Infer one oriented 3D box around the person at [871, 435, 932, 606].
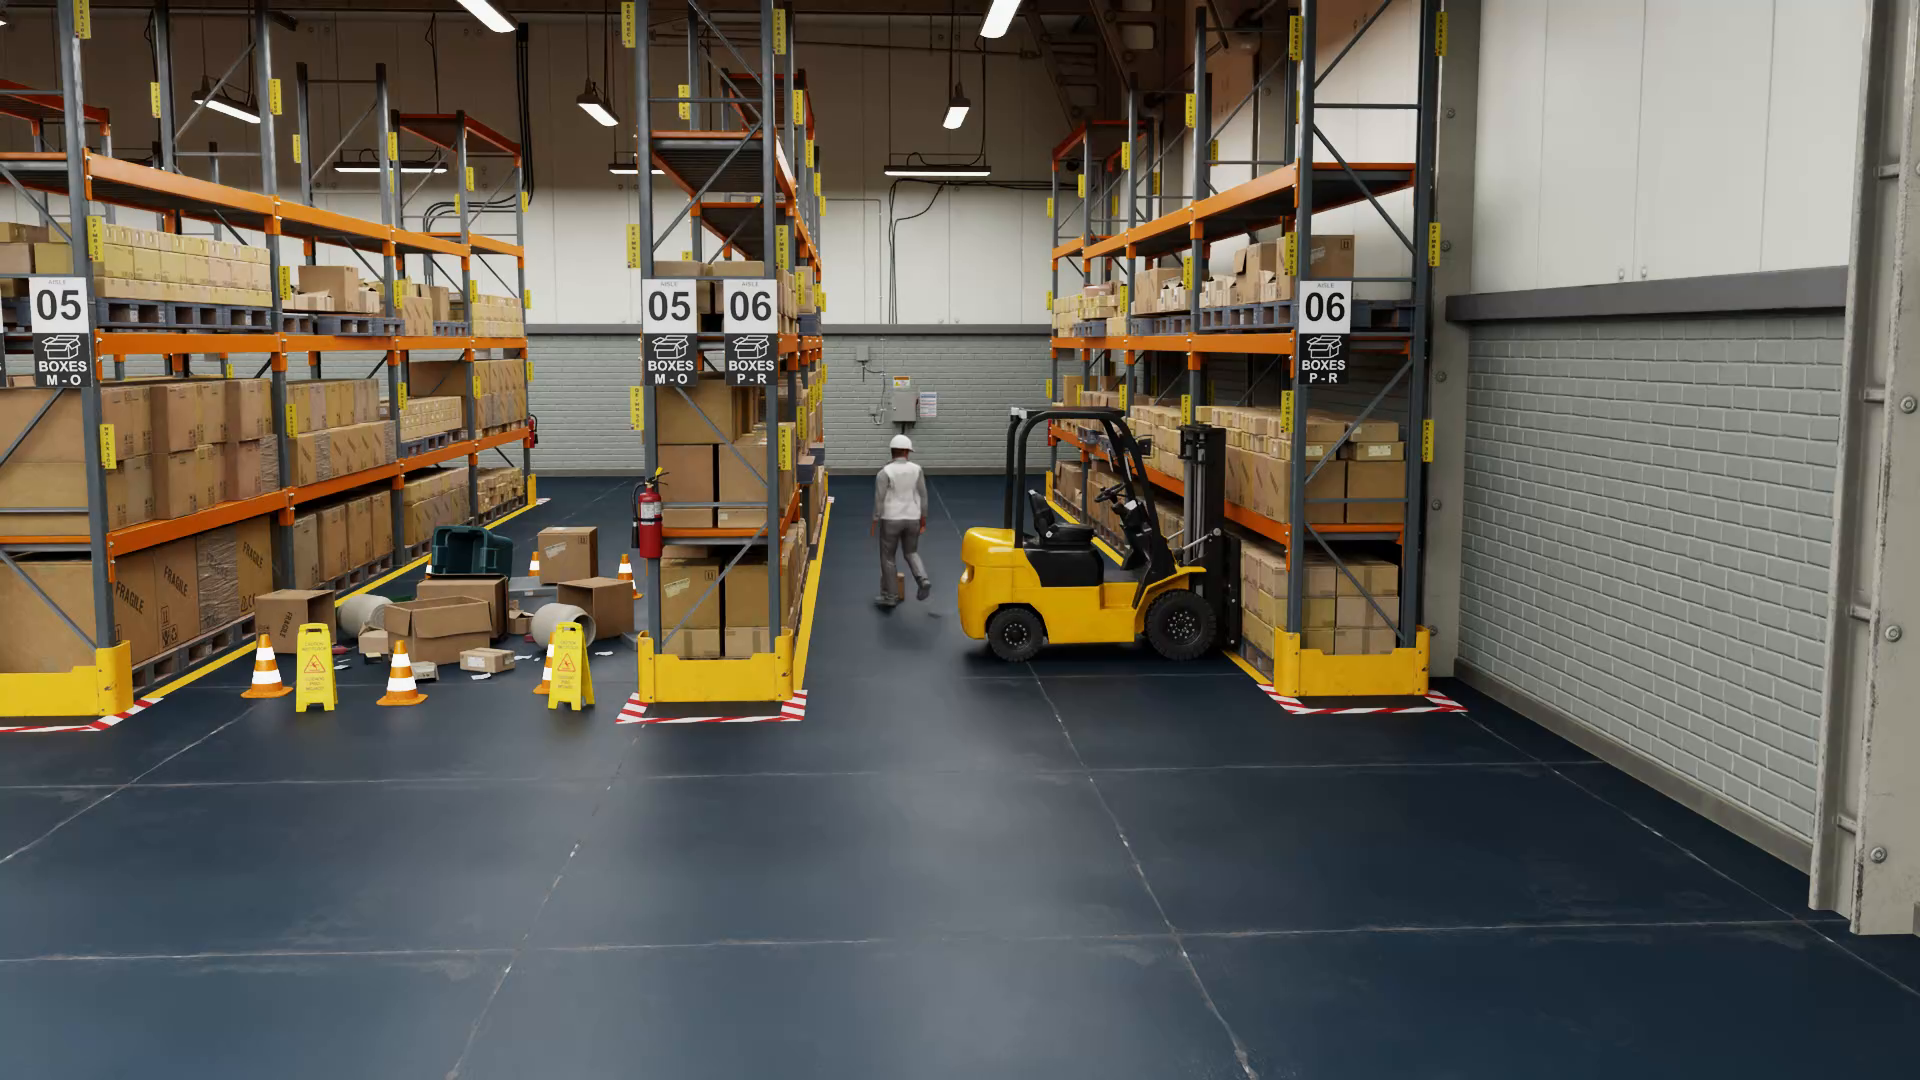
[{"bbox_3d":[-0.610,-0.201,17.166,0.580,1.764,0.571,-4,8,-30],"label":"person"}]
